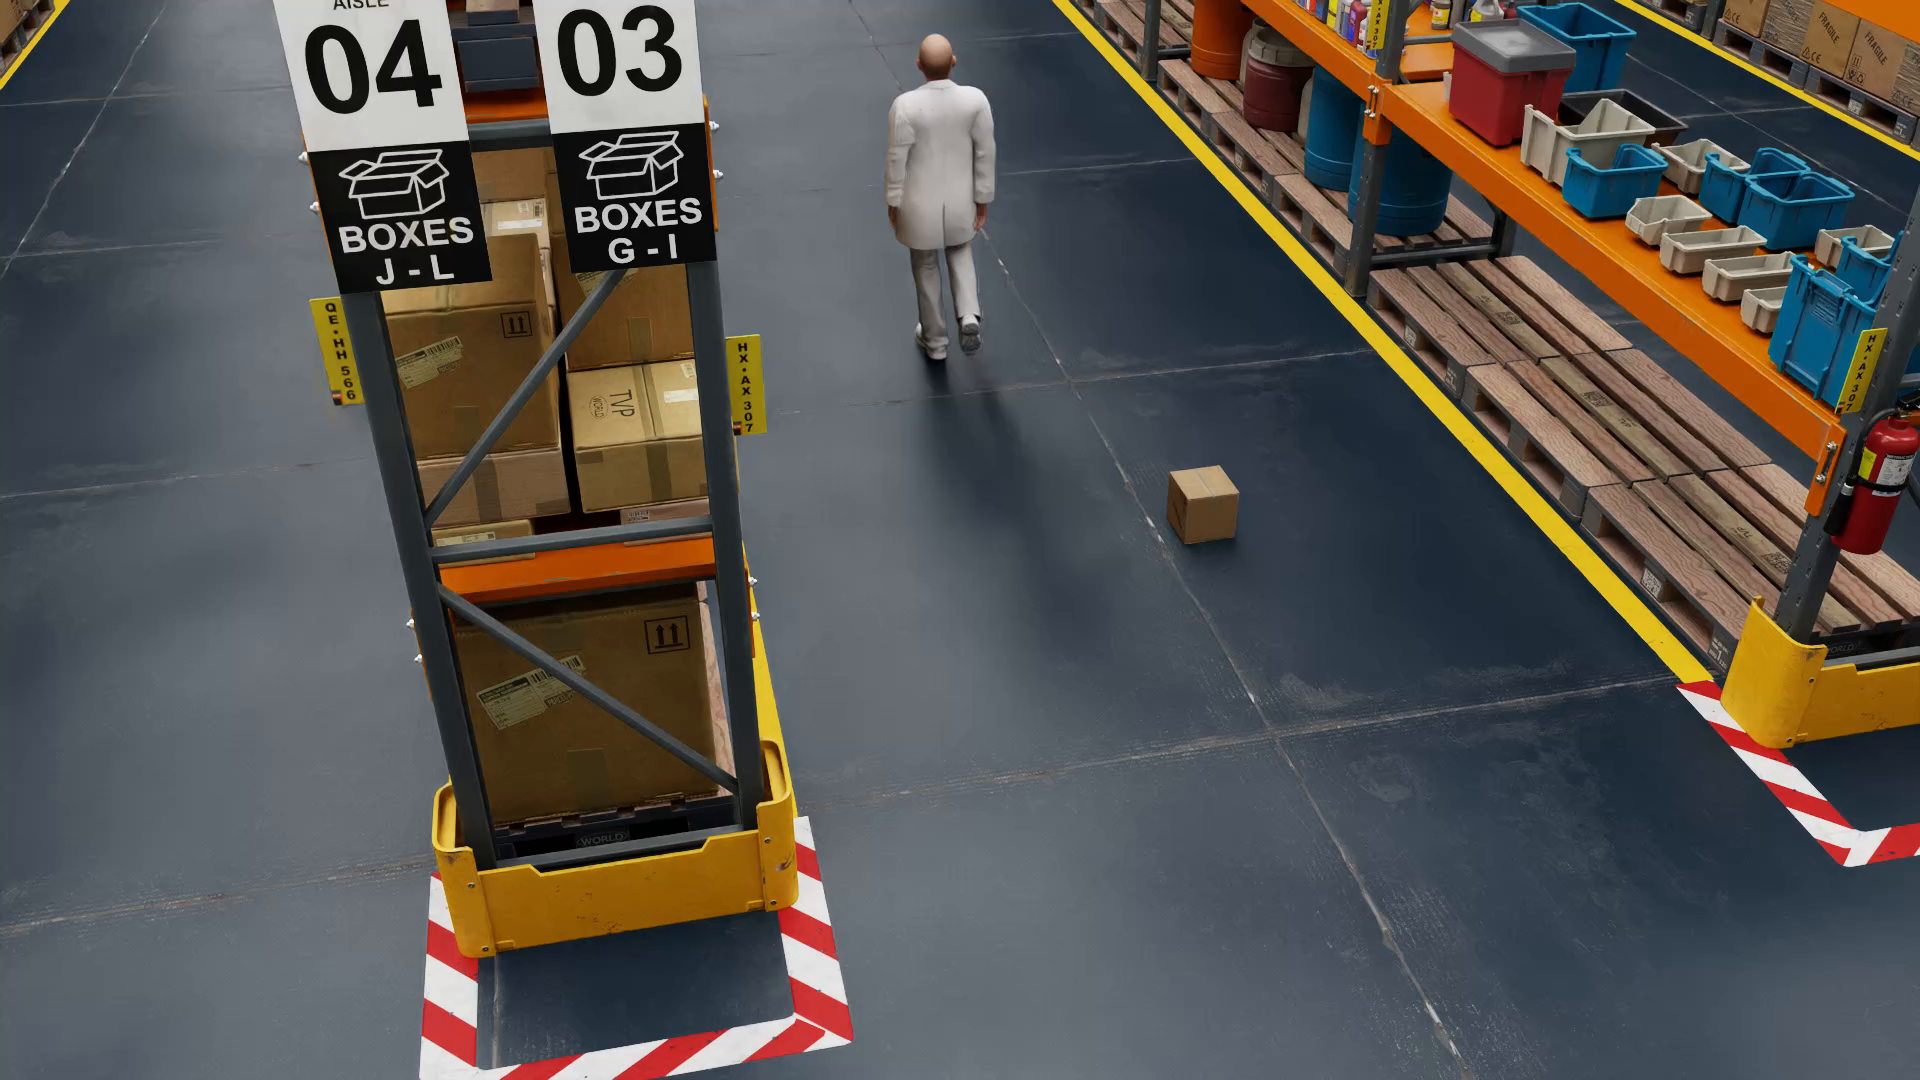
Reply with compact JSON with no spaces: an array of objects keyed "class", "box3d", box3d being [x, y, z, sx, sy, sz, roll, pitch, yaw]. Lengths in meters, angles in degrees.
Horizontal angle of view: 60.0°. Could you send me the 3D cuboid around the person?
[{"class":"person","box3d":[-0.114,-1.794,8.789,0.574,1.783,0.535,-9,35,-13]}]
